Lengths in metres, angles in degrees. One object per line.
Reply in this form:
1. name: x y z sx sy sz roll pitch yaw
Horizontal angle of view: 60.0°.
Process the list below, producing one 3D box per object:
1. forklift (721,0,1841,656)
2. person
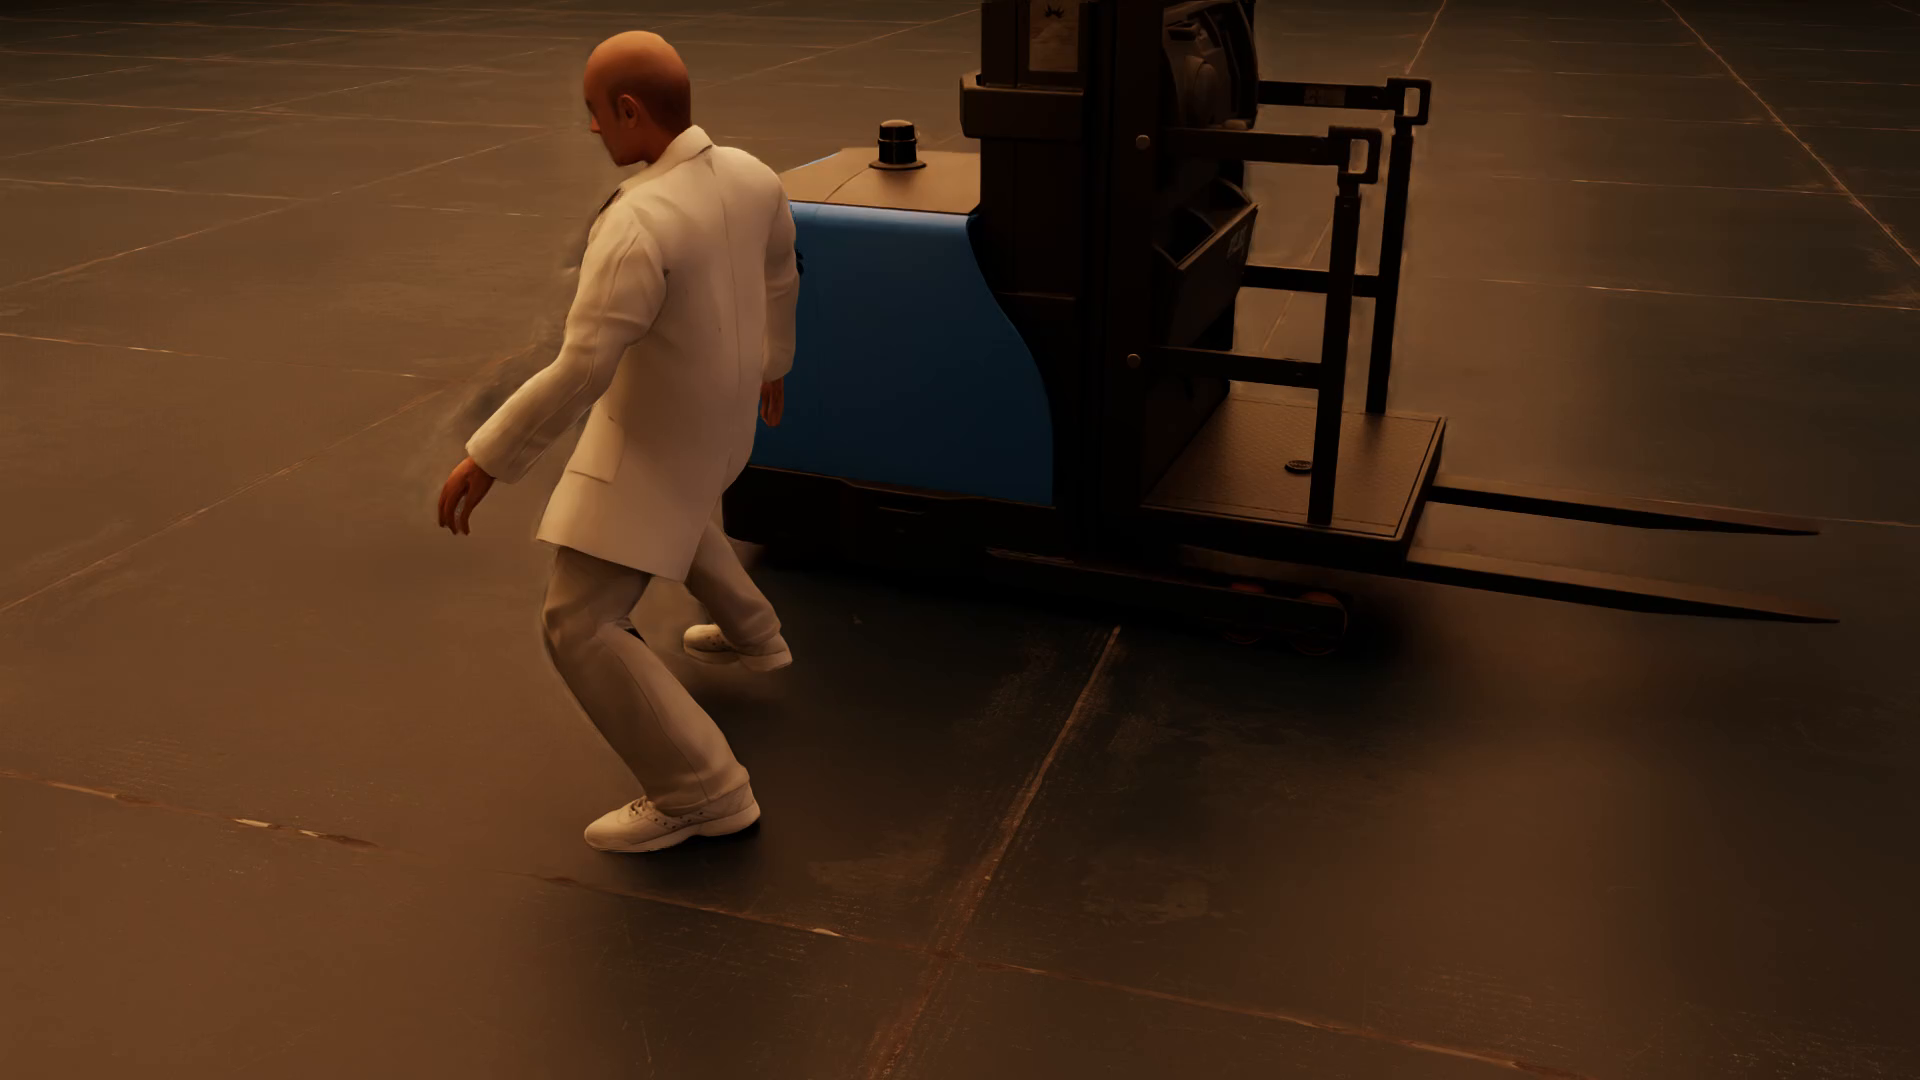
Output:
1. forklift: 0.858 -1.278 4.376 3.031 2.935 1.130 8 24 19
2. person: -0.646 -0.244 3.592 0.654 1.654 0.991 10 25 23
